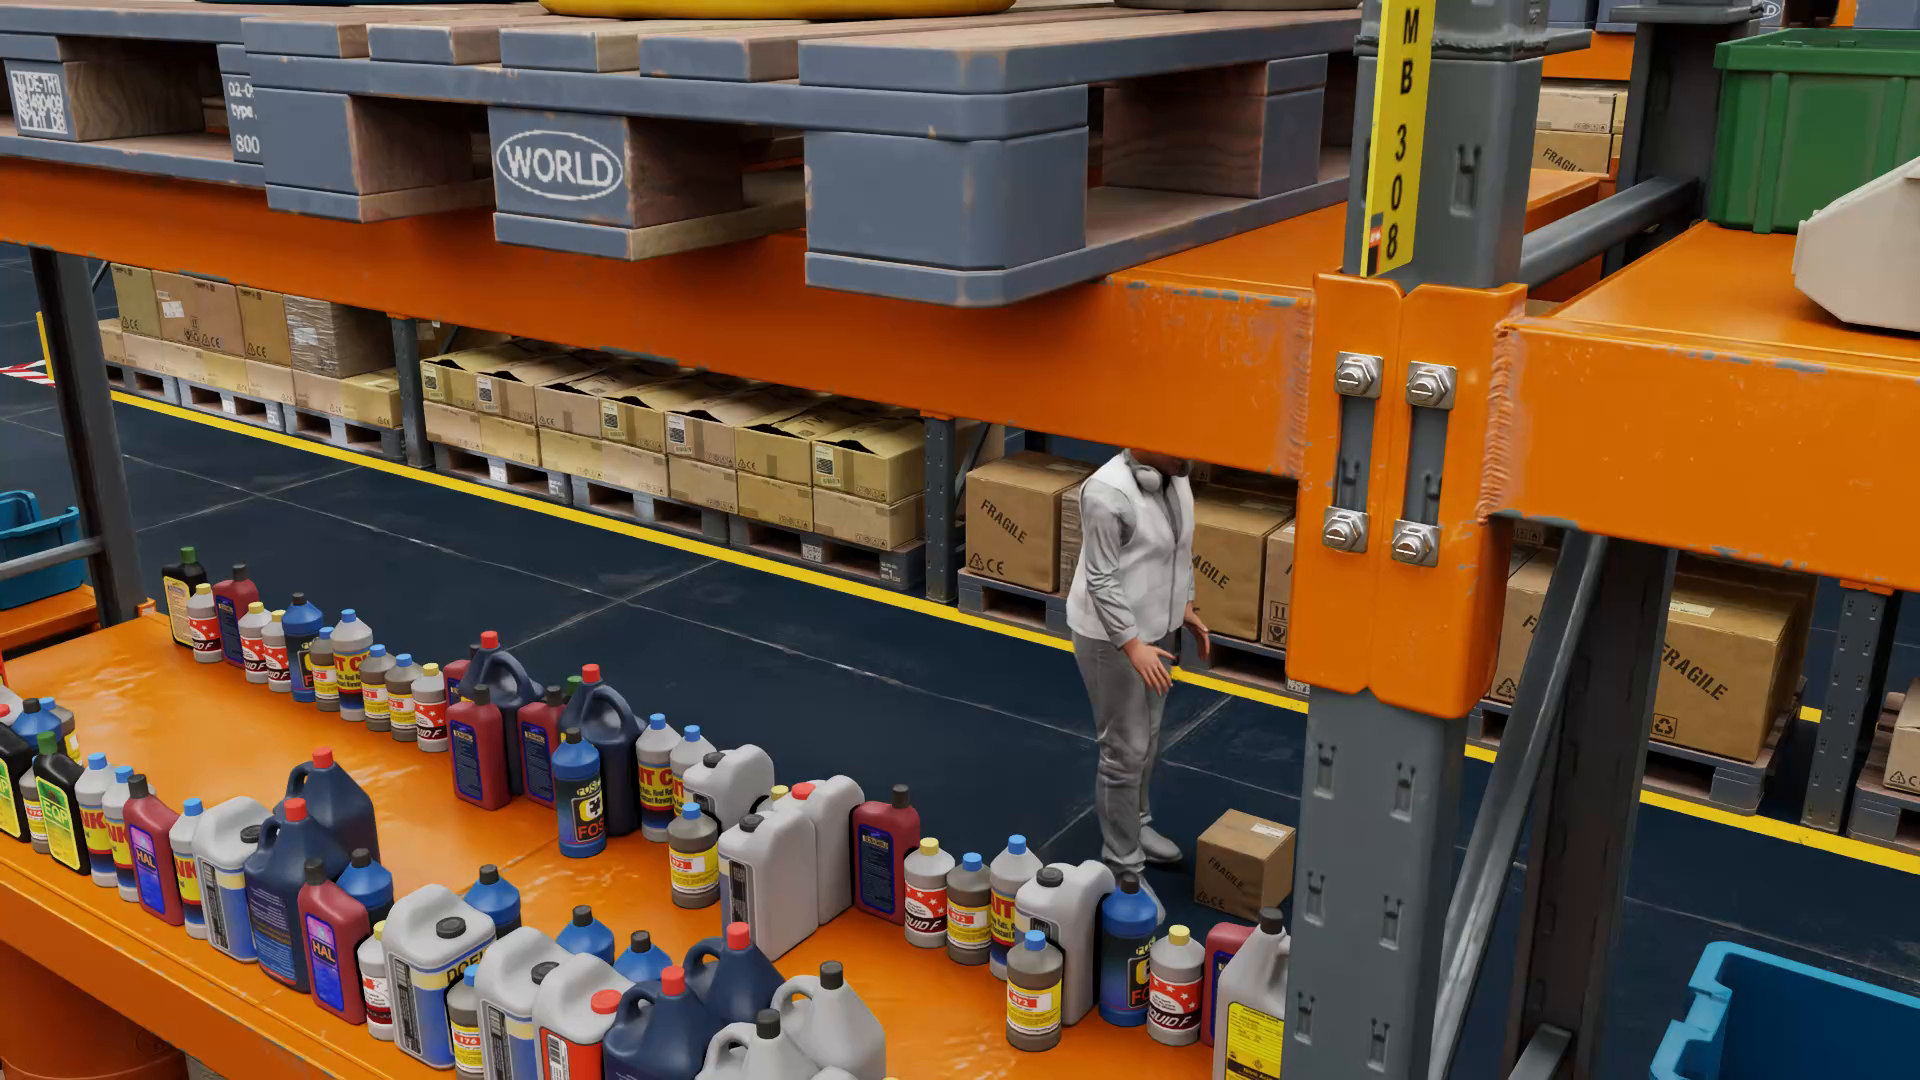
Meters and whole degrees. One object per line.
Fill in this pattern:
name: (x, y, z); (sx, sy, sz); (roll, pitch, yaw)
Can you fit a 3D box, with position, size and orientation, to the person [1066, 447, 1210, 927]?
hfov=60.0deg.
person: (0.625, 0.329, 5.594); (0.534, 1.783, 0.582); (15, 25, 36)
